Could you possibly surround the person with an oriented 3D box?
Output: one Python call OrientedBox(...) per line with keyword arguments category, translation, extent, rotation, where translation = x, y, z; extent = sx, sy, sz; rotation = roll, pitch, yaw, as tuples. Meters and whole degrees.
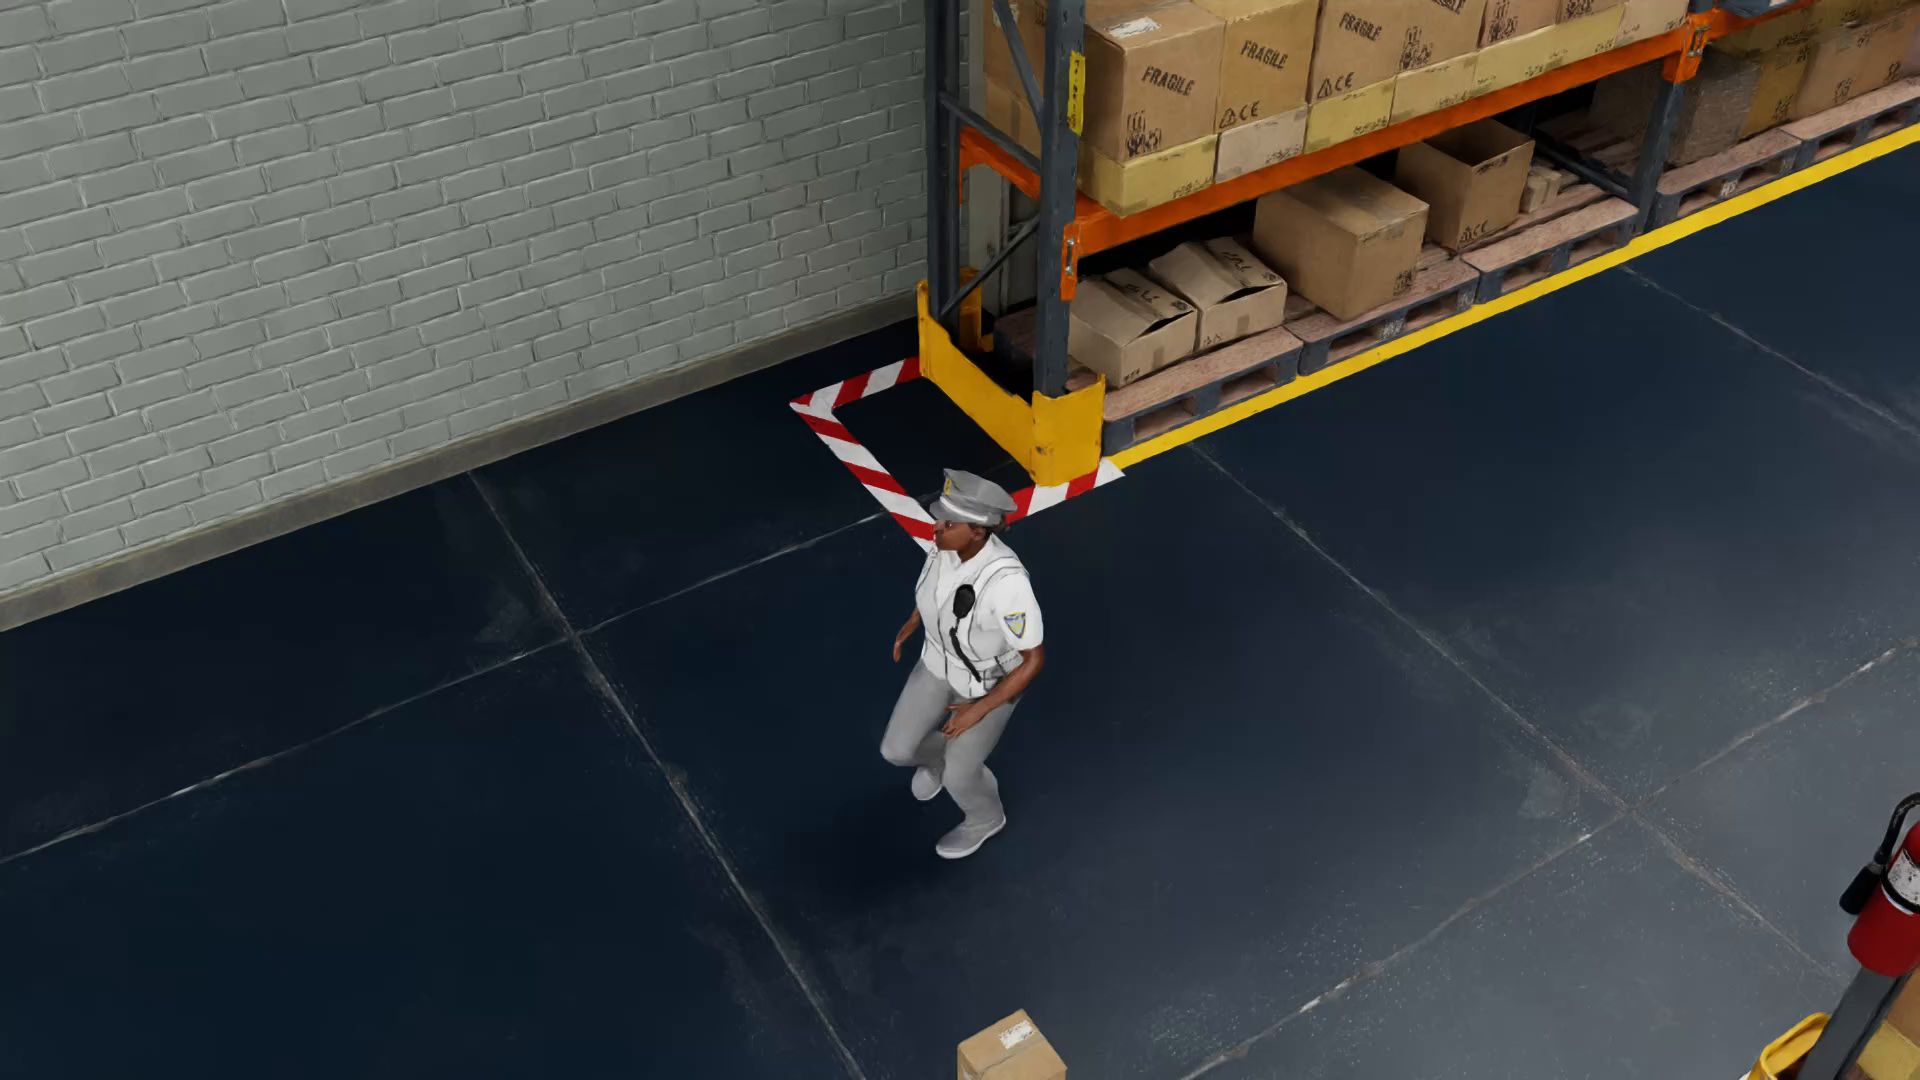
OrientedBox(category="person", translation=(0.004, 0.474, 5.615), extent=(0.470, 1.665, 0.617), rotation=(-32, 50, -31))
